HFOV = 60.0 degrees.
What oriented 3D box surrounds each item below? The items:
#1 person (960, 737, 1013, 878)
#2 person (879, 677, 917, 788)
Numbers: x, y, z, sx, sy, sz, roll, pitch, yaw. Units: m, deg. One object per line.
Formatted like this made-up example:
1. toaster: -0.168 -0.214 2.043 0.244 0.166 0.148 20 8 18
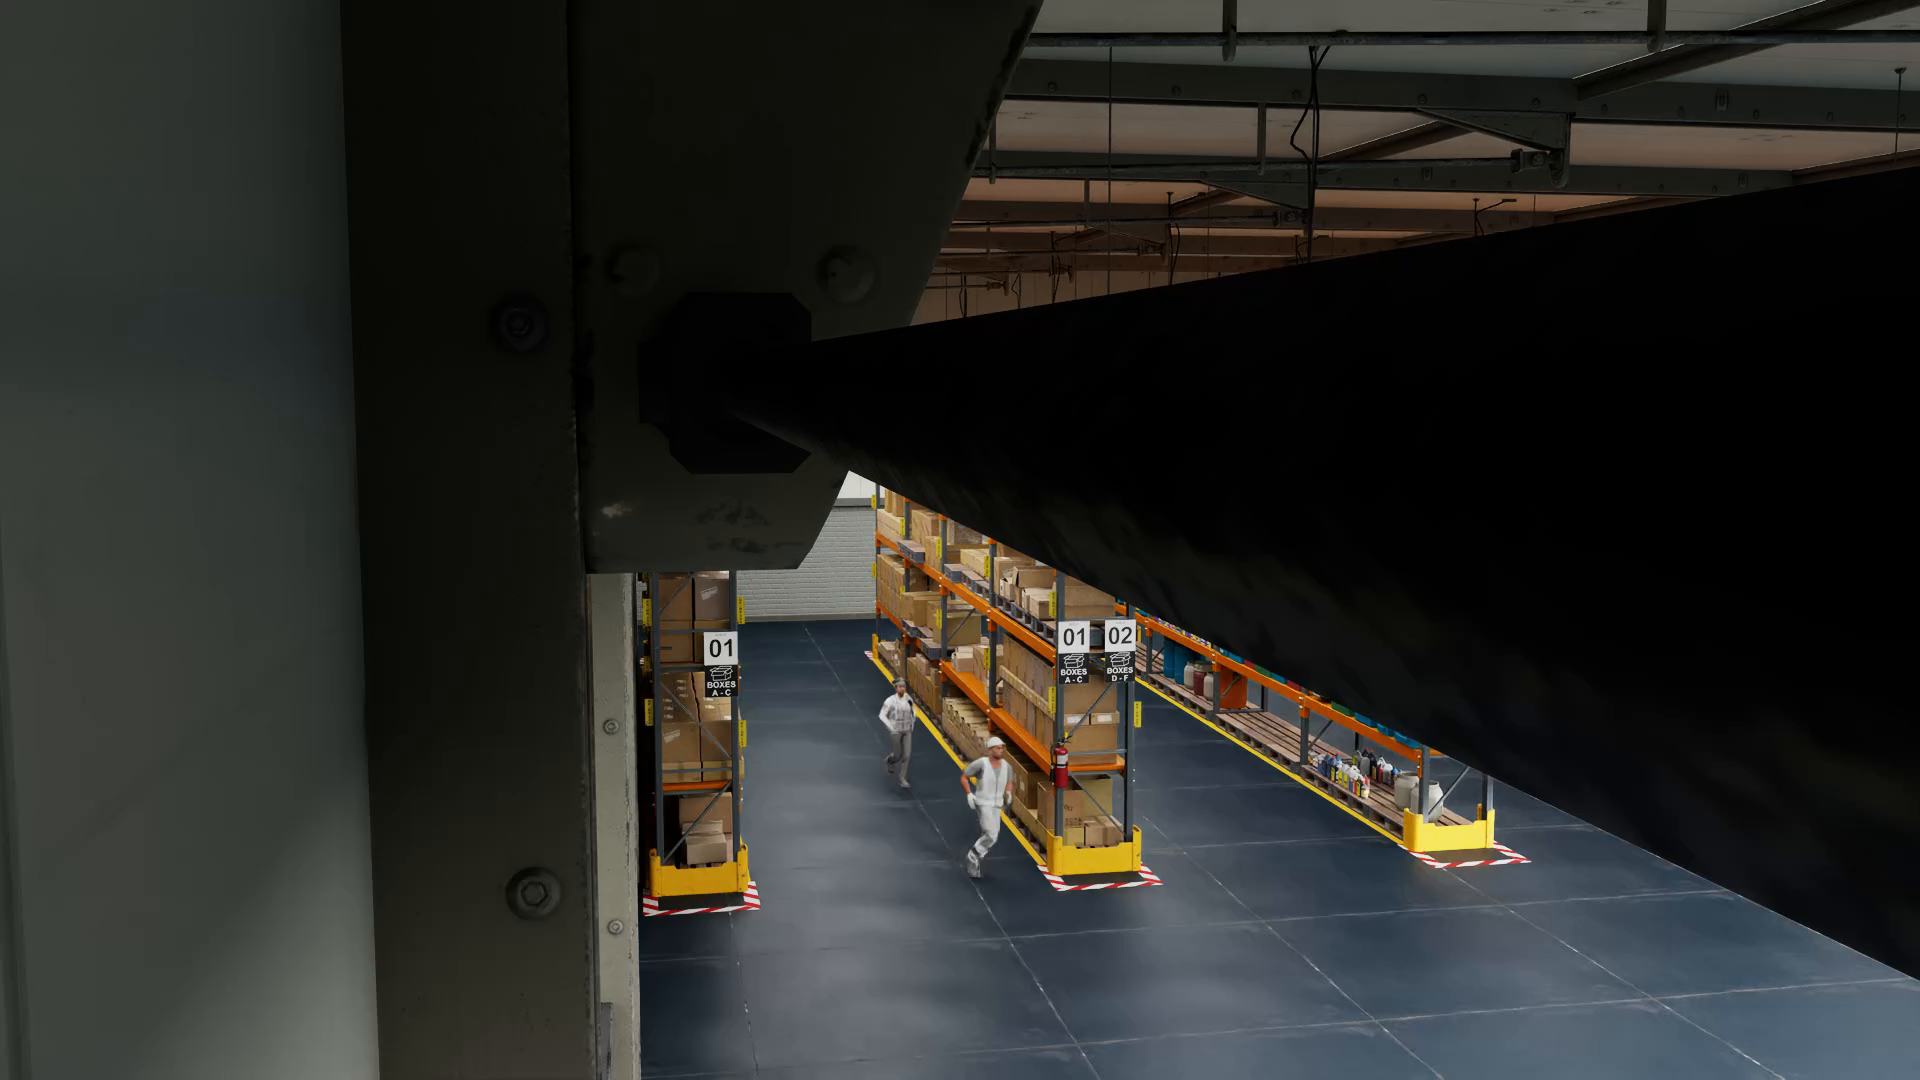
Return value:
1. person: 0.410 3.330 20.756 0.662 1.743 0.579 -4 7 -36
2. person: -0.911 2.900 25.333 0.631 1.659 0.709 -3 6 -24
